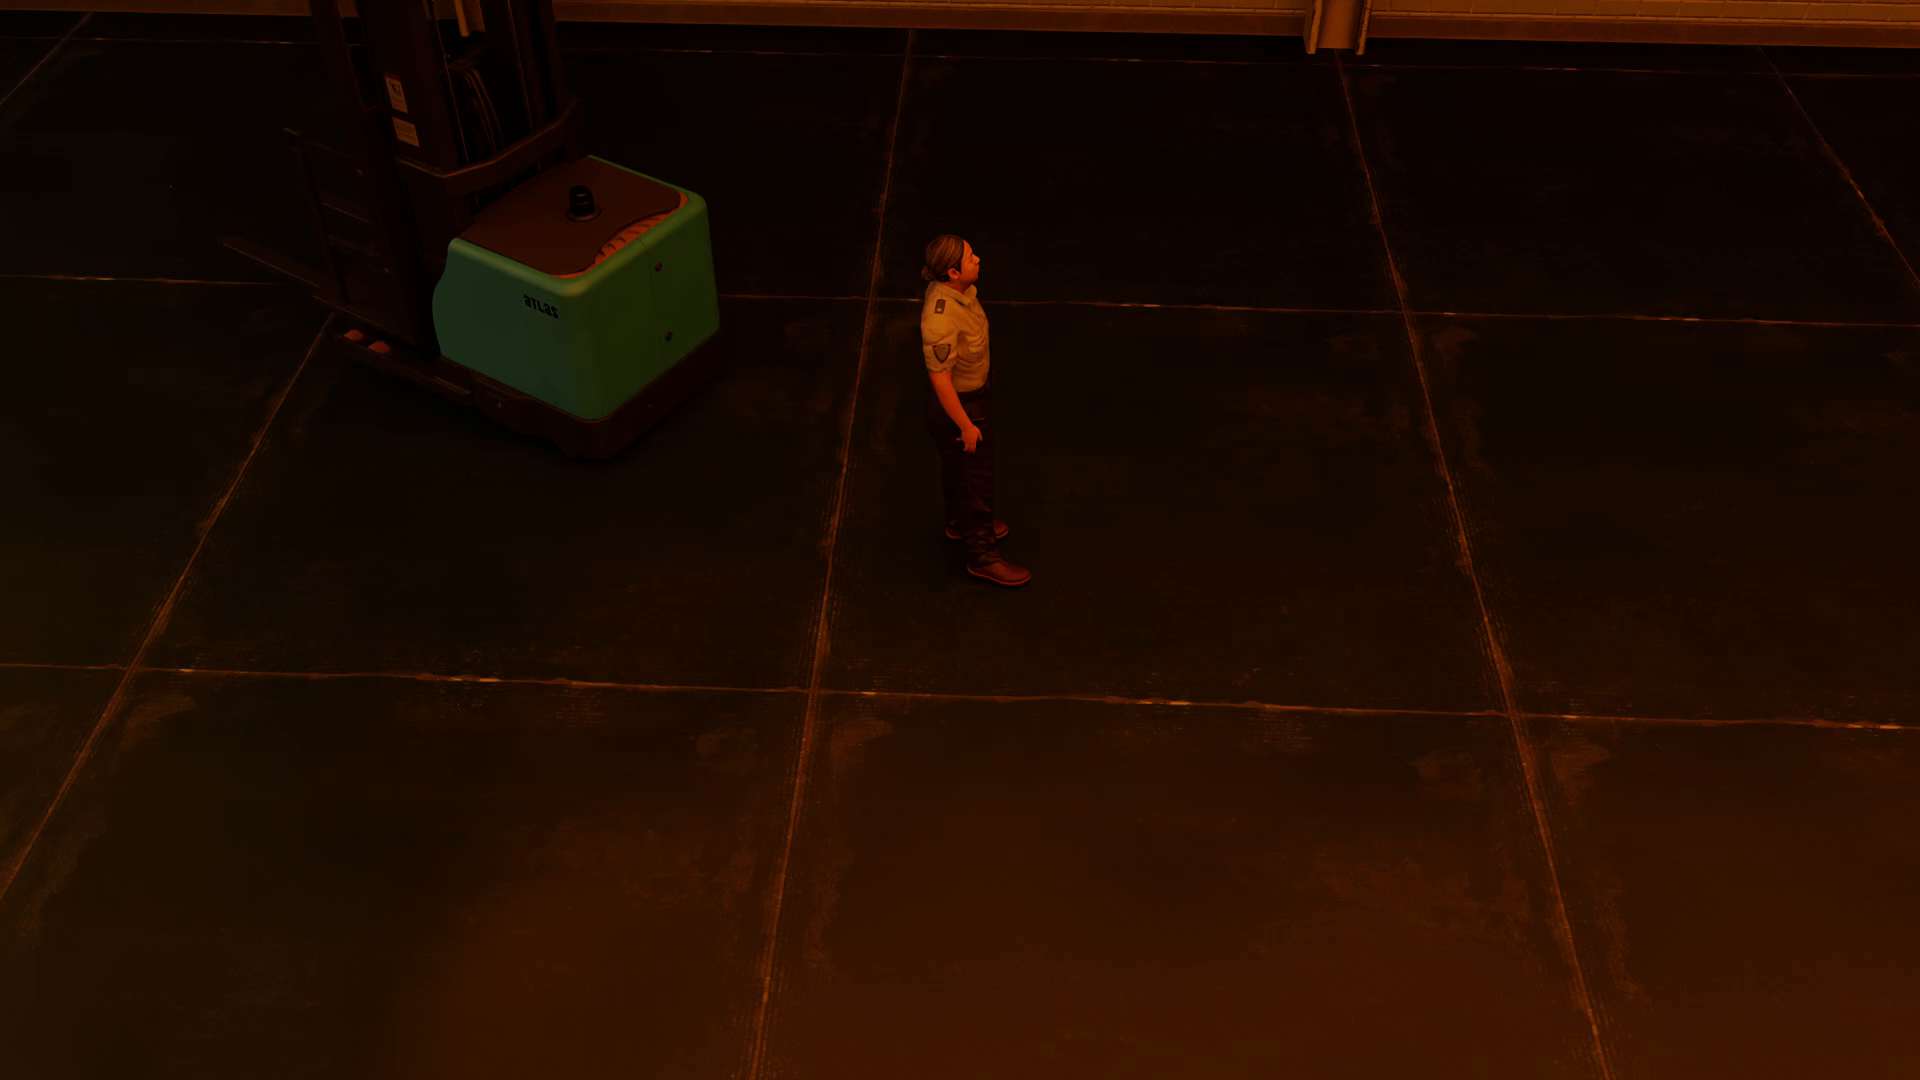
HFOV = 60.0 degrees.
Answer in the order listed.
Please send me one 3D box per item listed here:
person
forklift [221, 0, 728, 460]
[{"bbox_3d":[0.088,-0.593,7.339,0.503,1.642,0.599,2,42,2],"label":"person"},{"bbox_3d":[-2.749,-2.251,8.208,3.031,2.935,1.130,24,47,24],"label":"forklift"}]
